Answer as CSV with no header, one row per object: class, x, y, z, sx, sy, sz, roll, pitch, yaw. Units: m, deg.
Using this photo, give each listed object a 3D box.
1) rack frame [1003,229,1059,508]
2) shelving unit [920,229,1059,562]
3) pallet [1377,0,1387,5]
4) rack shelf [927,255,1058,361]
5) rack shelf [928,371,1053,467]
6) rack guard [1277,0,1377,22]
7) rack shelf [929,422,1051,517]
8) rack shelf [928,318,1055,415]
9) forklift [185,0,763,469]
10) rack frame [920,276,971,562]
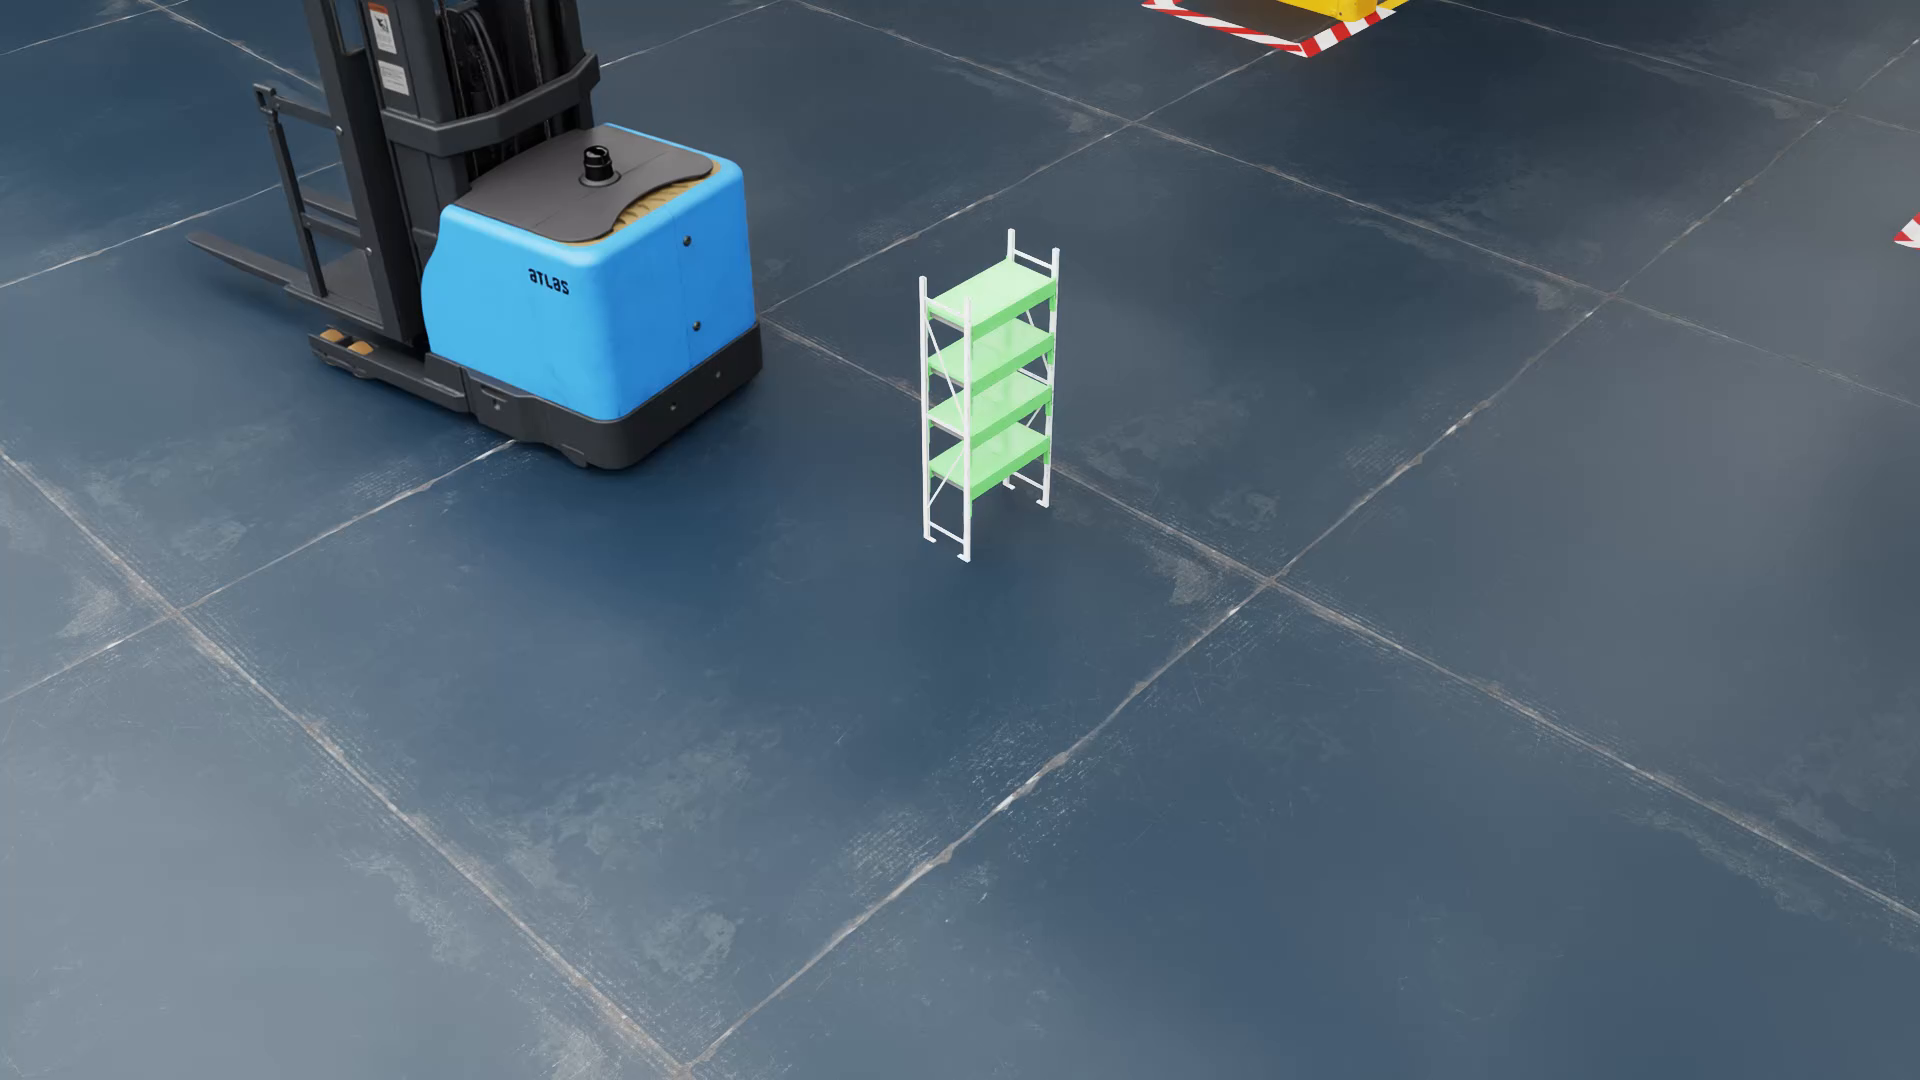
rack frame,0.276,-0.658,6.613,0.240,1.200,0.015,30,47,32
shelving unit,0.112,-0.546,6.472,0.258,1.200,0.503,30,47,32
pallet,2.871,-4.205,11.868,1.003,0.211,1.213,30,47,32
rack shelf,0.112,-0.871,6.213,0.258,0.148,0.480,30,47,32
rack shelf,0.112,-0.496,6.512,0.258,0.148,0.480,30,47,32
rack guard,2.296,-3.959,11.327,1.175,0.500,0.348,30,47,32
rack shelf,0.112,-0.308,6.661,0.258,0.148,0.480,30,47,32
rack shelf,0.112,-0.684,6.363,0.258,0.148,0.480,30,47,32
forklift,-2.419,-2.149,7.097,3.031,2.935,1.130,22,43,25
rack frame,-0.053,-0.434,6.331,0.240,1.200,0.015,30,47,32
